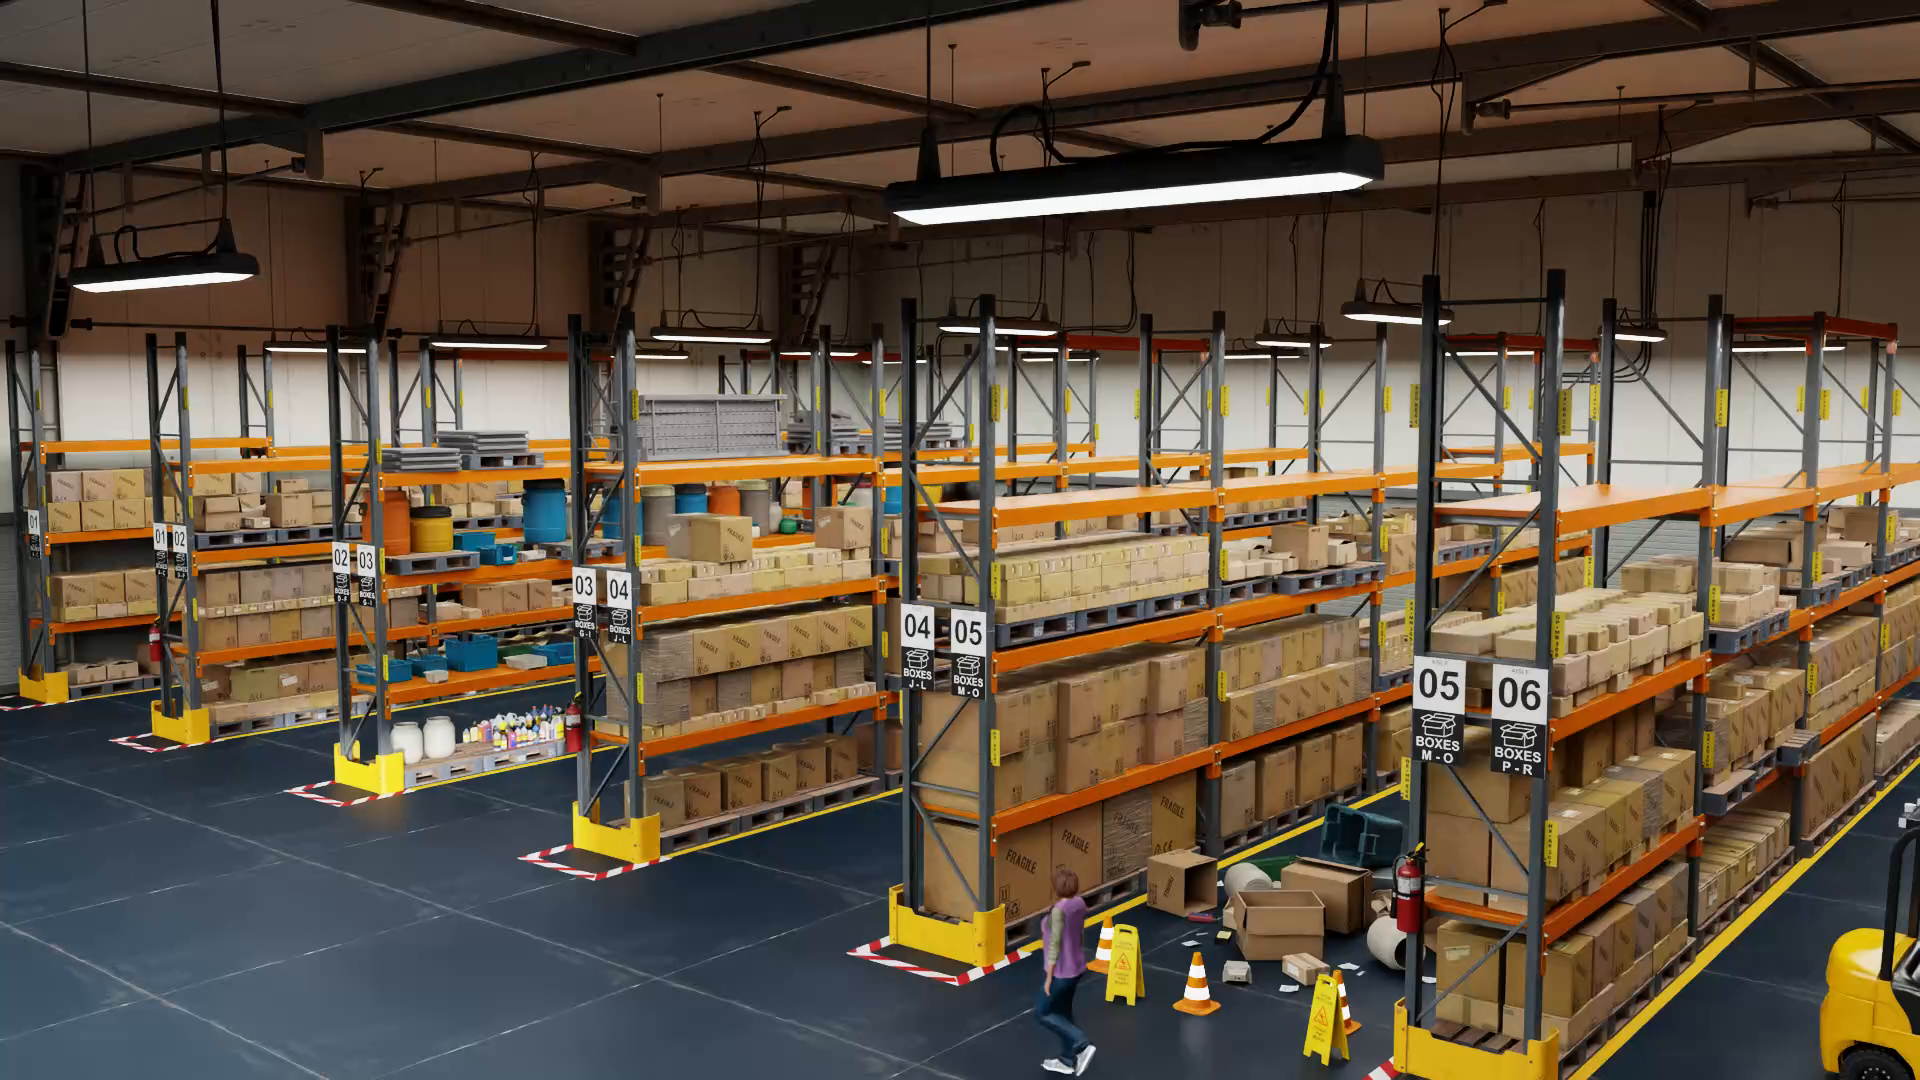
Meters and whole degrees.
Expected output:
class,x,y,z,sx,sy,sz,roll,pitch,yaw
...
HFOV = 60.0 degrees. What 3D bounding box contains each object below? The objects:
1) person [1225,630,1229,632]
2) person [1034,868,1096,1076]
class,x,y,z,sx,sy,sz,roll,pitch,yaw
person,3.511,2.111,22.487,0.469,1.785,0.593,4,6,36
person,0.813,3.239,12.430,0.472,1.600,0.428,2,6,22
